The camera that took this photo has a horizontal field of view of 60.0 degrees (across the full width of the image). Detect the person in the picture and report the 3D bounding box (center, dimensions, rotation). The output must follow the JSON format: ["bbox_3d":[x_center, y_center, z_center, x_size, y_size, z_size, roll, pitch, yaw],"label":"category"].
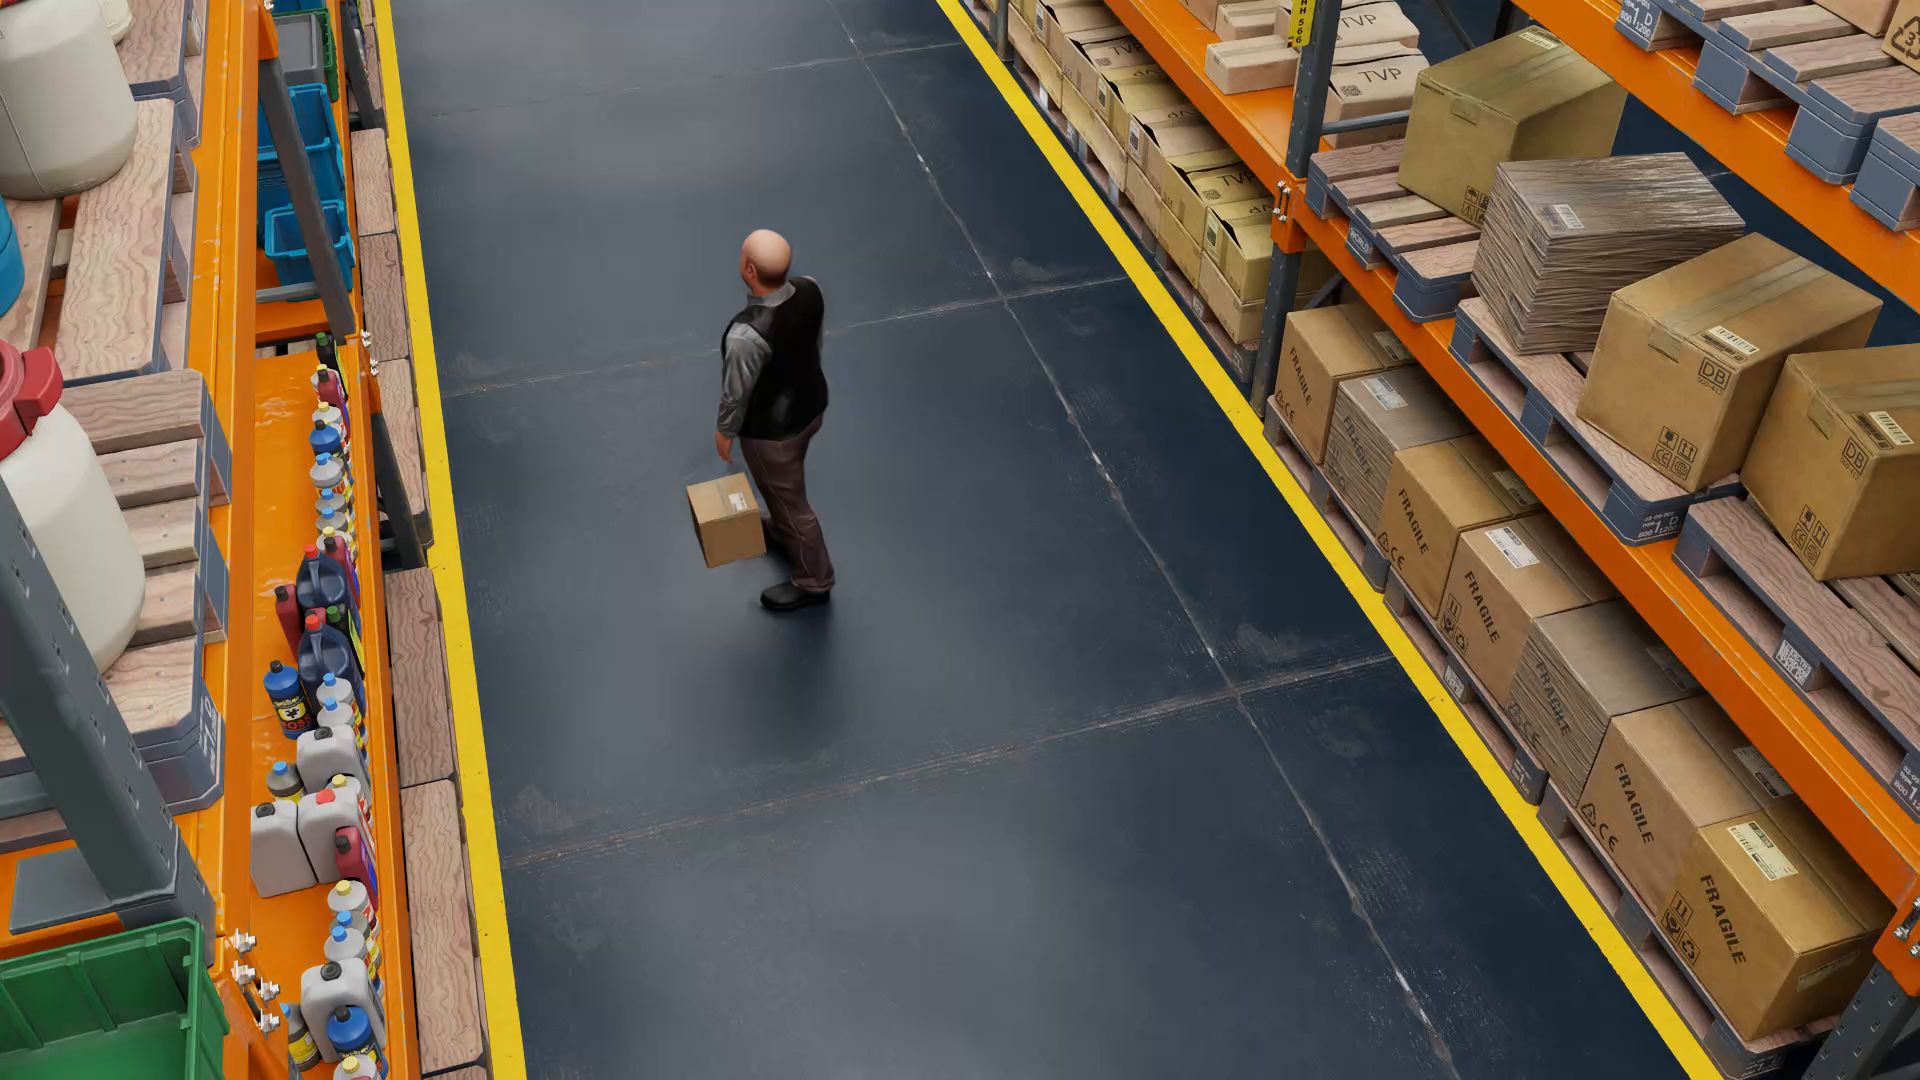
[{"bbox_3d":[-0.771,-0.529,6.760,0.624,1.721,0.649,20,46,21],"label":"person"}]
